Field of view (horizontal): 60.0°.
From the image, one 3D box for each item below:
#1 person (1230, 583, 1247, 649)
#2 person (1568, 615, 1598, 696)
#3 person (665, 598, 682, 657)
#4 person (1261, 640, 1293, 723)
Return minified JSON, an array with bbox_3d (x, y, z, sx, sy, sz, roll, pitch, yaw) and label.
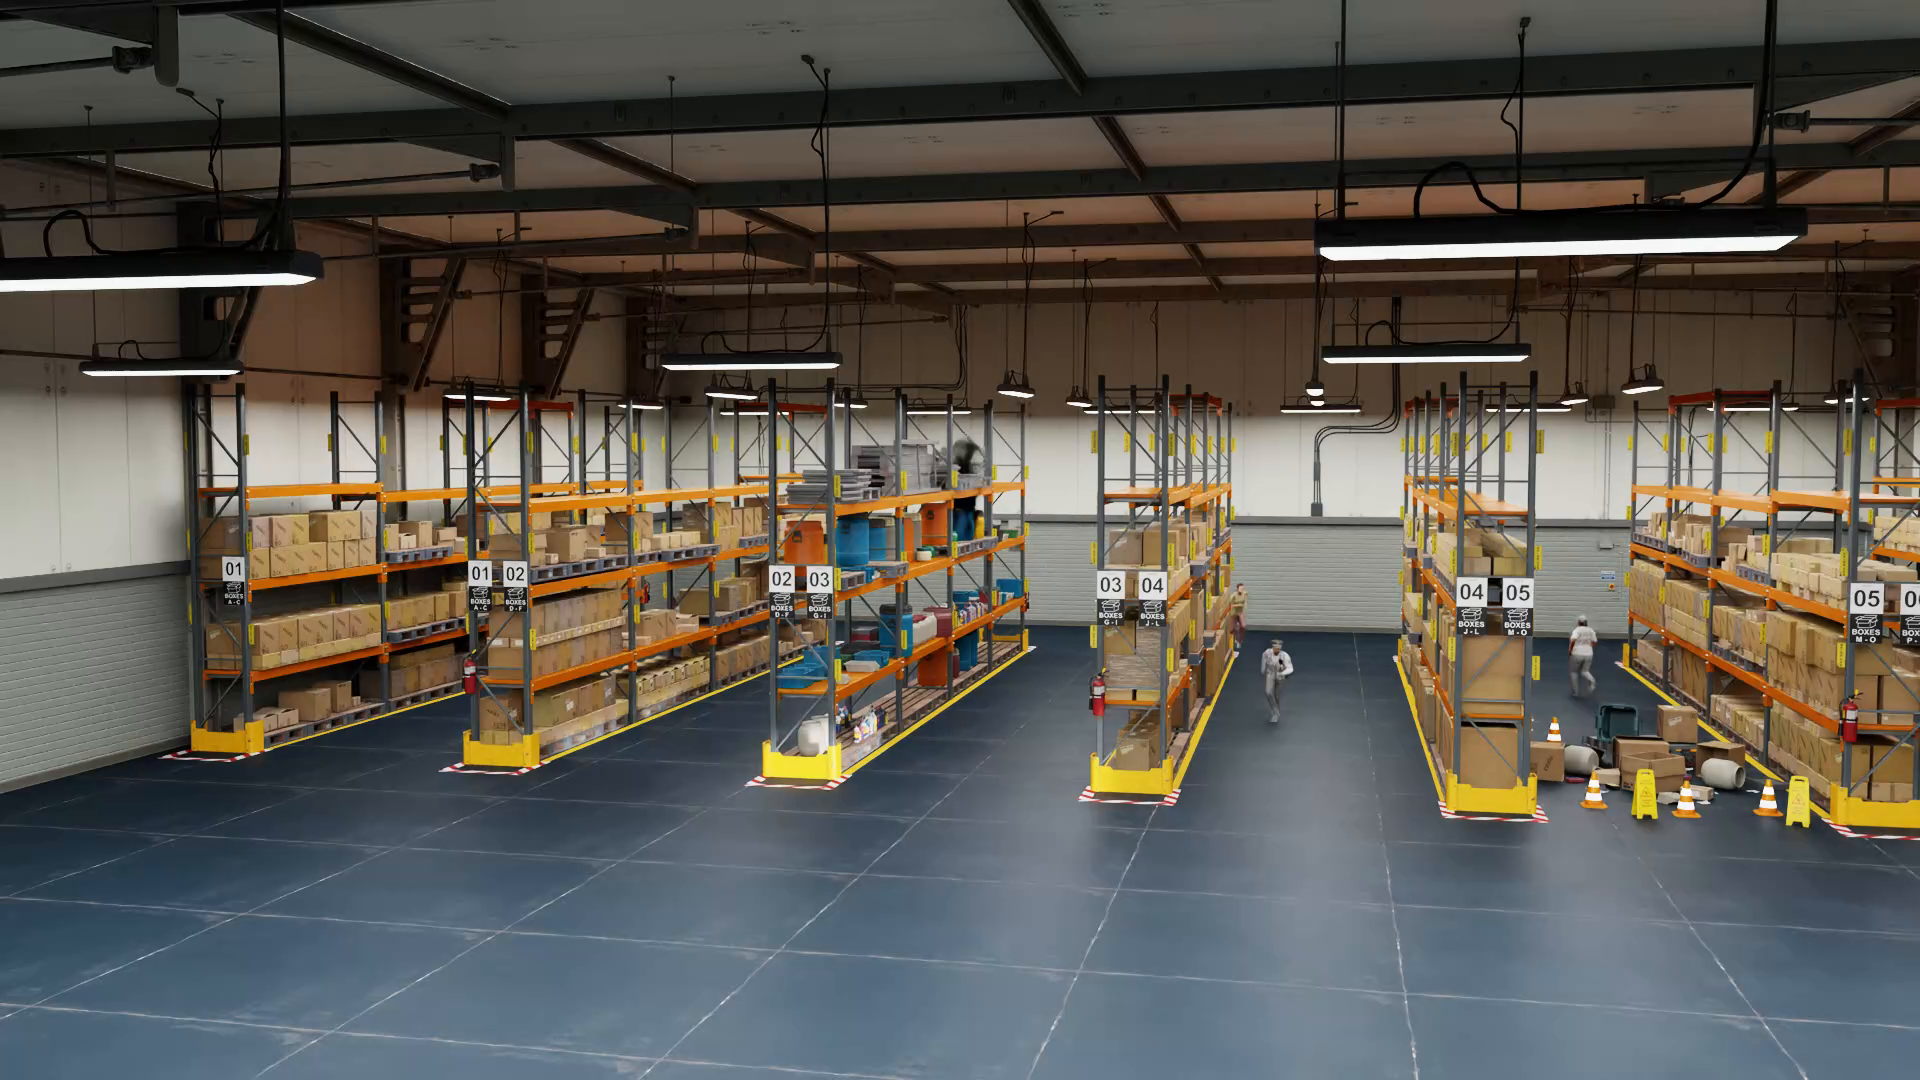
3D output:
[{"bbox_3d":[6.829,1.877,41.068,0.582,1.656,0.881,-1,3,-16],"label":"person"},{"bbox_3d":[12.331,2.311,32.940,0.608,1.652,0.770,0,3,-4],"label":"person"},{"bbox_3d":[-6.503,2.065,37.644,0.558,1.604,0.800,1,3,15],"label":"person"},{"bbox_3d":[5.746,2.514,30.120,0.605,1.497,1.035,1,3,15],"label":"person"}]
